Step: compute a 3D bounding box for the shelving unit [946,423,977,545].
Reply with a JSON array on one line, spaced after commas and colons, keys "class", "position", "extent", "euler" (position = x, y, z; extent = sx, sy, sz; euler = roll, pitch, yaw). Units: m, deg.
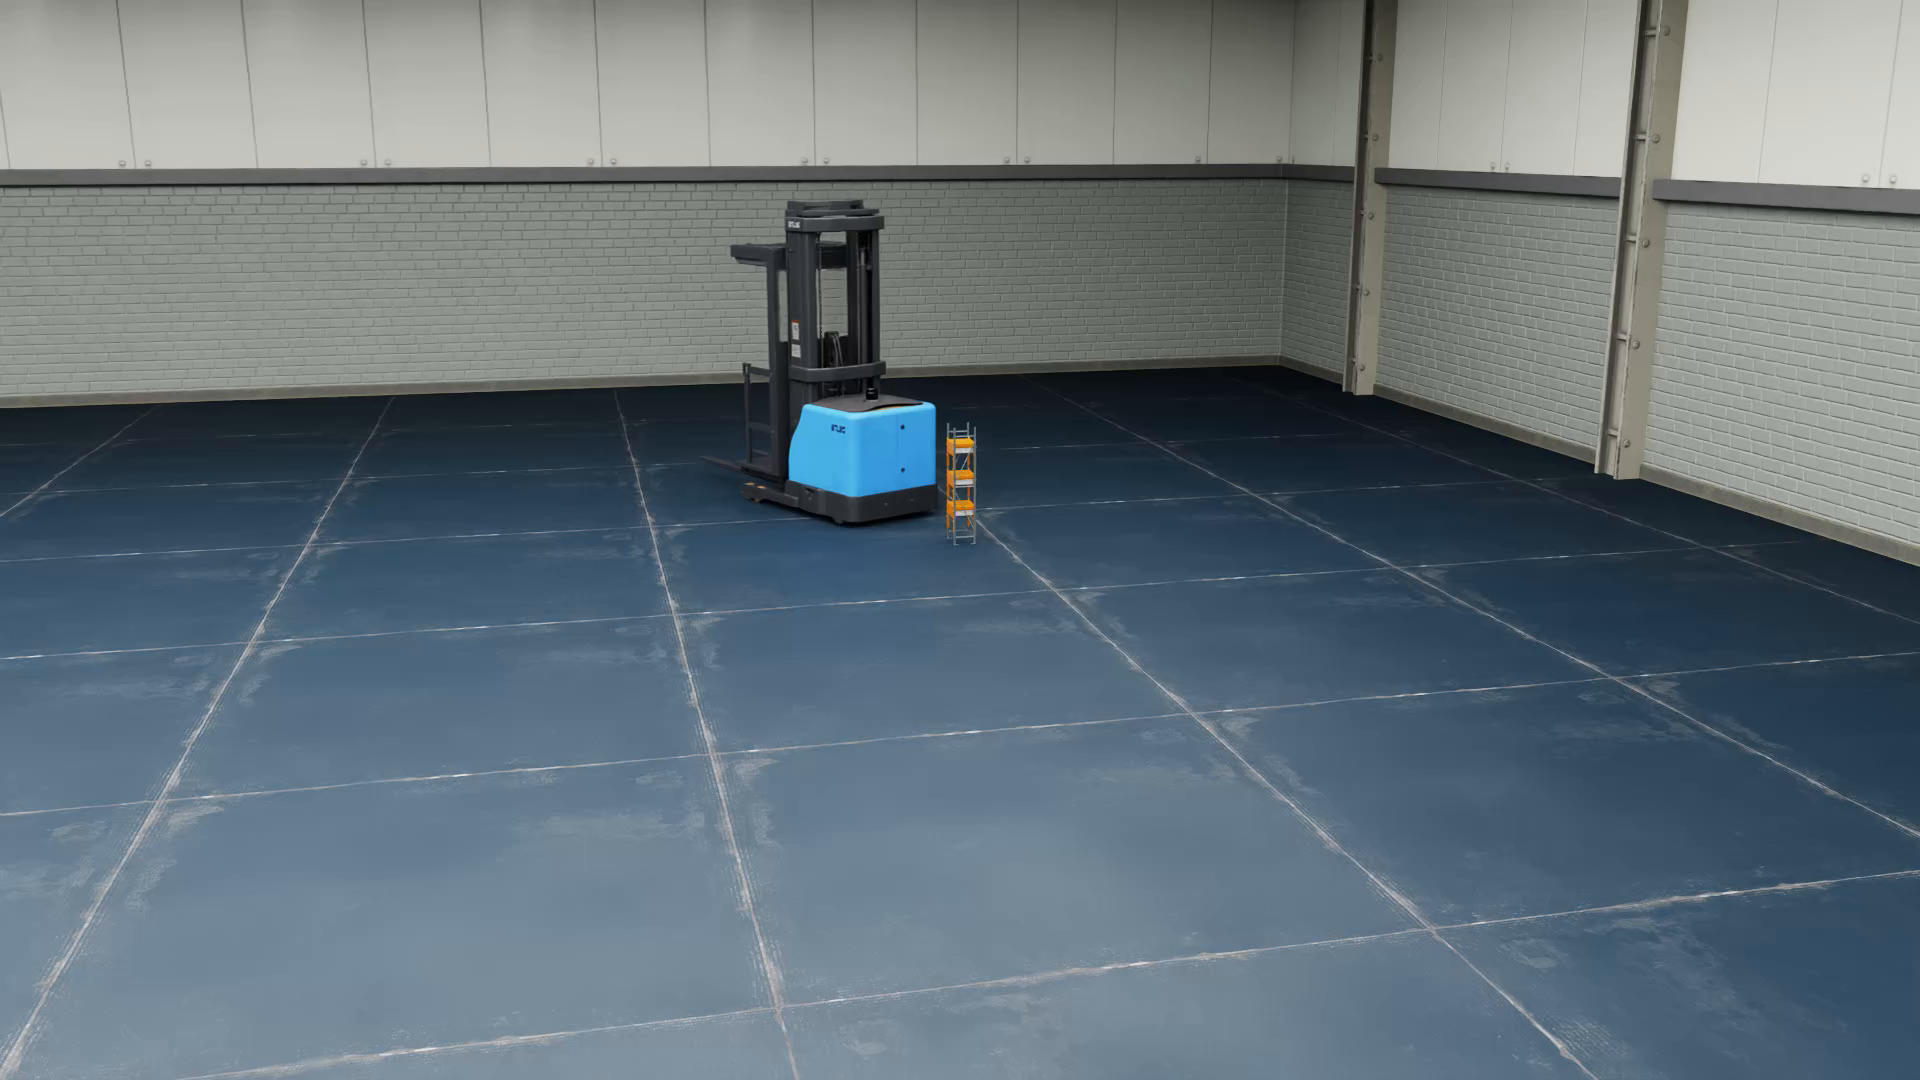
[{"class": "shelving unit", "position": [0.013, -0.498, 14.752], "extent": [0.215, 1.050, 0.252], "euler": [-3, 14, -13]}]

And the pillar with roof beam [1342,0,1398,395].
[{"class": "pillar with roof beam", "position": [1.432, -6.208, 21.377], "extent": [9.100, 9.000, 0.400], "euler": [-3, 14, -13]}]

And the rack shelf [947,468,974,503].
[{"class": "rack shelf", "position": [0.013, -0.487, 14.754], "extent": [0.215, 0.259, 0.240], "euler": [-3, 14, -13]}]

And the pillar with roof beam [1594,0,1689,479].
[{"class": "pillar with roof beam", "position": [2.841, -4.824, 15.711], "extent": [9.100, 9.000, 0.400], "euler": [-3, 14, -13]}]

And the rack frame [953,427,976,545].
[{"class": "rack frame", "position": [0.041, -0.470, 14.637], "extent": [0.200, 1.050, 0.008], "euler": [-3, 14, -13]}]

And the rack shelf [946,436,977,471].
[{"class": "rack shelf", "position": [0.013, -0.763, 14.687], "extent": [0.215, 0.259, 0.240], "euler": [-3, 14, -13]}]

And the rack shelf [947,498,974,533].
[{"class": "rack shelf", "position": [0.013, -0.217, 14.820], "extent": [0.215, 0.259, 0.240], "euler": [-3, 14, -13]}]

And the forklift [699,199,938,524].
[{"class": "forklift", "position": [-1.538, -1.860, 16.366], "extent": [1.130, 2.935, 3.031], "euler": [-11, 18, -38]}]

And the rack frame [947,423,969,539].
[{"class": "rack frame", "position": [-0.016, -0.526, 14.867], "extent": [0.200, 1.050, 0.008], "euler": [-3, 14, -13]}]
